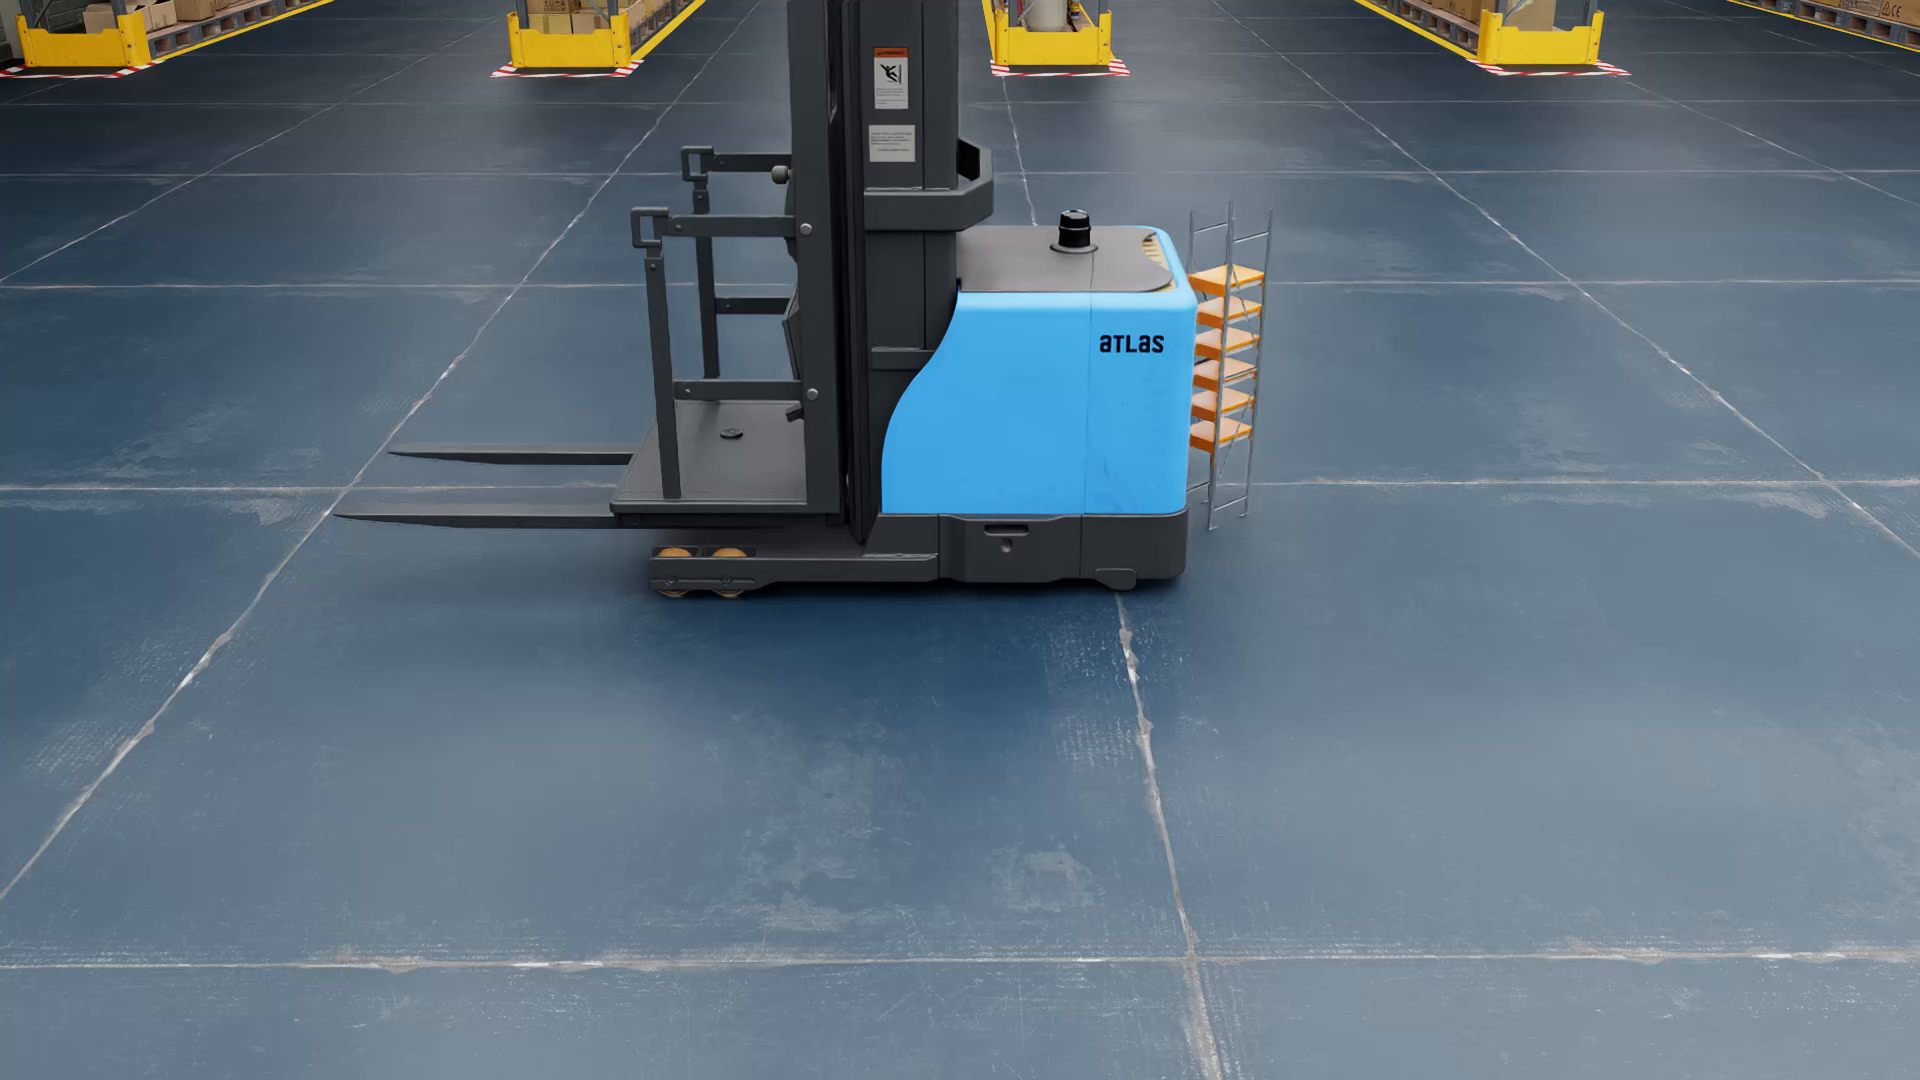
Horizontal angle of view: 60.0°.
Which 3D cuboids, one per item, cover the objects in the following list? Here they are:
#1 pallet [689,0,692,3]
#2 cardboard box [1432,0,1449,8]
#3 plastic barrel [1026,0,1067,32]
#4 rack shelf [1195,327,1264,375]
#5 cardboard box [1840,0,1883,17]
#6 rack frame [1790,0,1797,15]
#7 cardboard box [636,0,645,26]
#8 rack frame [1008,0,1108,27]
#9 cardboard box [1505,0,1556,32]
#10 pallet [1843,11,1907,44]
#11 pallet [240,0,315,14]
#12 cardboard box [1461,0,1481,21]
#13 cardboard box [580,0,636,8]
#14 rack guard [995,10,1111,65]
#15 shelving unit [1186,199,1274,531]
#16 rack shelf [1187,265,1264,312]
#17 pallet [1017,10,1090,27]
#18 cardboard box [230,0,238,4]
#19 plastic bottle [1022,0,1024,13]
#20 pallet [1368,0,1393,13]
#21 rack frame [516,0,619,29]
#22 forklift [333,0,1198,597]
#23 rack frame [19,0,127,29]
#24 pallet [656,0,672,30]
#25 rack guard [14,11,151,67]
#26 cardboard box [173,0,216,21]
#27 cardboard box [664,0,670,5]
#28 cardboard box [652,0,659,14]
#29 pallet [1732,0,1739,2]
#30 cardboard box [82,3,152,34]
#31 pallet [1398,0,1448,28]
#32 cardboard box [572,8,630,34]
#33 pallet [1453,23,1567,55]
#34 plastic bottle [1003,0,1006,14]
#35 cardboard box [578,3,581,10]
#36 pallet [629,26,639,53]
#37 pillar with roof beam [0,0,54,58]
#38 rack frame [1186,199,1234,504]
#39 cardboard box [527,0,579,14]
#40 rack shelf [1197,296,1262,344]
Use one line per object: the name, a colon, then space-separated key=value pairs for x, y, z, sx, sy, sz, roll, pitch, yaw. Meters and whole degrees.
pallet: x=-4.067 y=-7.415 z=22.389 sx=1.003 sy=0.211 sz=1.213 roll=0 pitch=24 yaw=-1
cardboard box: x=5.881 y=-6.573 z=19.666 sx=0.500 sy=0.500 sz=0.500 roll=8 pitch=25 yaw=16
plastic barrel: x=0.910 y=-5.579 z=17.455 sx=0.421 sy=0.512 sz=0.421 roll=0 pitch=24 yaw=0
rack shelf: x=0.974 y=-0.709 z=6.175 sx=0.258 sy=0.103 sz=0.180 roll=-21 pitch=32 yaw=-38
cardboard box: x=10.814 y=-6.494 z=19.038 sx=0.875 sy=0.875 sz=0.875 roll=0 pitch=24 yaw=0
rack frame: x=10.863 y=-7.902 z=20.081 sx=1.000 sy=3.000 sz=0.127 roll=0 pitch=24 yaw=-1
cardboard box: x=-3.757 y=-5.802 z=18.267 sx=0.500 sy=0.250 sz=0.500 roll=0 pitch=24 yaw=-1
rack frame: x=0.993 y=-6.251 z=16.430 sx=1.000 sy=3.000 sz=0.127 roll=0 pitch=24 yaw=-1
cardboard box: x=5.956 y=-5.583 z=17.477 sx=0.500 sy=0.500 sz=0.500 roll=4 pitch=25 yaw=9
pallet: x=10.809 y=-5.814 z=18.848 sx=1.003 sy=0.211 sz=1.213 roll=0 pitch=24 yaw=-1
pallet: x=-8.967 y=-6.905 z=21.260 sx=1.003 sy=0.211 sz=1.213 roll=0 pitch=24 yaw=-1
cardboard box: x=5.927 y=-6.087 z=18.592 sx=0.500 sy=0.500 sz=0.500 roll=2 pitch=24 yaw=4
cardboard box: x=-3.751 y=-5.938 z=17.656 sx=0.500 sy=0.500 sz=0.500 roll=0 pitch=24 yaw=-1
rack guard: x=0.945 y=-5.143 z=17.014 sx=1.175 sy=0.500 sz=0.348 roll=0 pitch=24 yaw=-1
shelving unit: x=0.974 y=-0.640 z=6.207 sx=0.258 sy=1.200 sz=0.189 roll=-21 pitch=32 yaw=-38
rack shelf: x=0.975 y=-0.927 z=6.075 sx=0.258 sy=0.103 sz=0.180 roll=-21 pitch=32 yaw=-38
pallet: x=0.932 y=-5.847 z=18.923 sx=1.003 sy=0.211 sz=1.213 roll=0 pitch=24 yaw=-1
cardboard box: x=-8.921 y=-6.544 z=19.982 sx=0.380 sy=0.166 sz=0.250 roll=-3 pitch=25 yaw=-7
plastic bottle: x=0.683 y=-6.100 z=18.960 sx=0.097 sy=0.201 sz=0.097 roll=0 pitch=24 yaw=0
pallet: x=5.892 y=-6.971 z=21.408 sx=1.003 sy=0.211 sz=1.213 roll=0 pitch=24 yaw=-1
rack frame: x=-3.960 y=-6.230 z=16.385 sx=1.000 sy=3.000 sz=0.127 roll=0 pitch=24 yaw=-1
forklift: x=-0.716 y=-1.355 z=5.690 sx=3.031 sy=2.935 sz=1.130 roll=0 pitch=24 yaw=0
rack frame: x=-8.913 y=-6.206 z=16.332 sx=1.000 sy=3.000 sz=0.127 roll=0 pitch=24 yaw=-1
pallet: x=-4.037 y=-6.280 z=19.879 sx=1.003 sy=0.211 sz=1.213 roll=0 pitch=24 yaw=-1
rack guard: x=-8.914 y=-5.098 z=16.916 sx=1.175 sy=0.500 sz=0.348 roll=0 pitch=24 yaw=-1
cardboard box: x=-8.795 y=-6.091 z=18.576 sx=0.700 sy=0.500 sz=0.500 roll=-2 pitch=24 yaw=-4
cardboard box: x=-3.780 y=-6.627 z=20.089 sx=0.500 sy=0.250 sz=0.500 roll=0 pitch=24 yaw=-1
cardboard box: x=-3.764 y=-6.215 z=19.178 sx=0.500 sy=0.250 sz=0.500 roll=0 pitch=24 yaw=-1
pallet: x=10.763 y=-7.453 z=22.472 sx=1.003 sy=0.211 sz=1.213 roll=0 pitch=24 yaw=-1
cardboard box: x=-8.831 y=-5.467 z=17.427 sx=0.500 sy=0.311 sz=0.500 roll=-3 pitch=25 yaw=-7
pallet: x=5.945 y=-6.374 z=20.087 sx=1.003 sy=0.211 sz=1.213 roll=0 pitch=24 yaw=-1
cardboard box: x=-3.743 y=-5.390 z=17.355 sx=0.500 sy=0.250 sz=0.500 roll=0 pitch=24 yaw=-1
pallet: x=5.972 y=-5.369 z=17.864 sx=1.003 sy=0.211 sz=1.213 roll=0 pitch=24 yaw=-1
plastic bottle: x=0.515 y=-6.016 z=18.675 sx=0.061 sy=0.283 sz=0.133 roll=0 pitch=24 yaw=1
cardboard box: x=-4.279 y=-5.594 z=17.806 sx=0.500 sy=0.250 sz=0.500 roll=0 pitch=24 yaw=-1
pallet: x=-4.010 y=-5.274 z=17.656 sx=1.003 sy=0.211 sz=1.213 roll=0 pitch=24 yaw=-1
pillar with roof beam: x=-5.481 y=-9.243 z=15.768 sx=9.100 sy=9.000 sz=0.400 roll=0 pitch=24 yaw=-1
rack frame: x=0.912 y=-0.669 z=6.268 sx=0.240 sy=1.200 sz=0.006 roll=-21 pitch=32 yaw=-38
cardboard box: x=-4.263 y=-5.730 z=17.196 sx=0.500 sy=0.500 sz=0.500 roll=0 pitch=24 yaw=-1
rack shelf: x=0.974 y=-0.818 z=6.125 sx=0.258 sy=0.103 sz=0.180 roll=-21 pitch=32 yaw=-38
